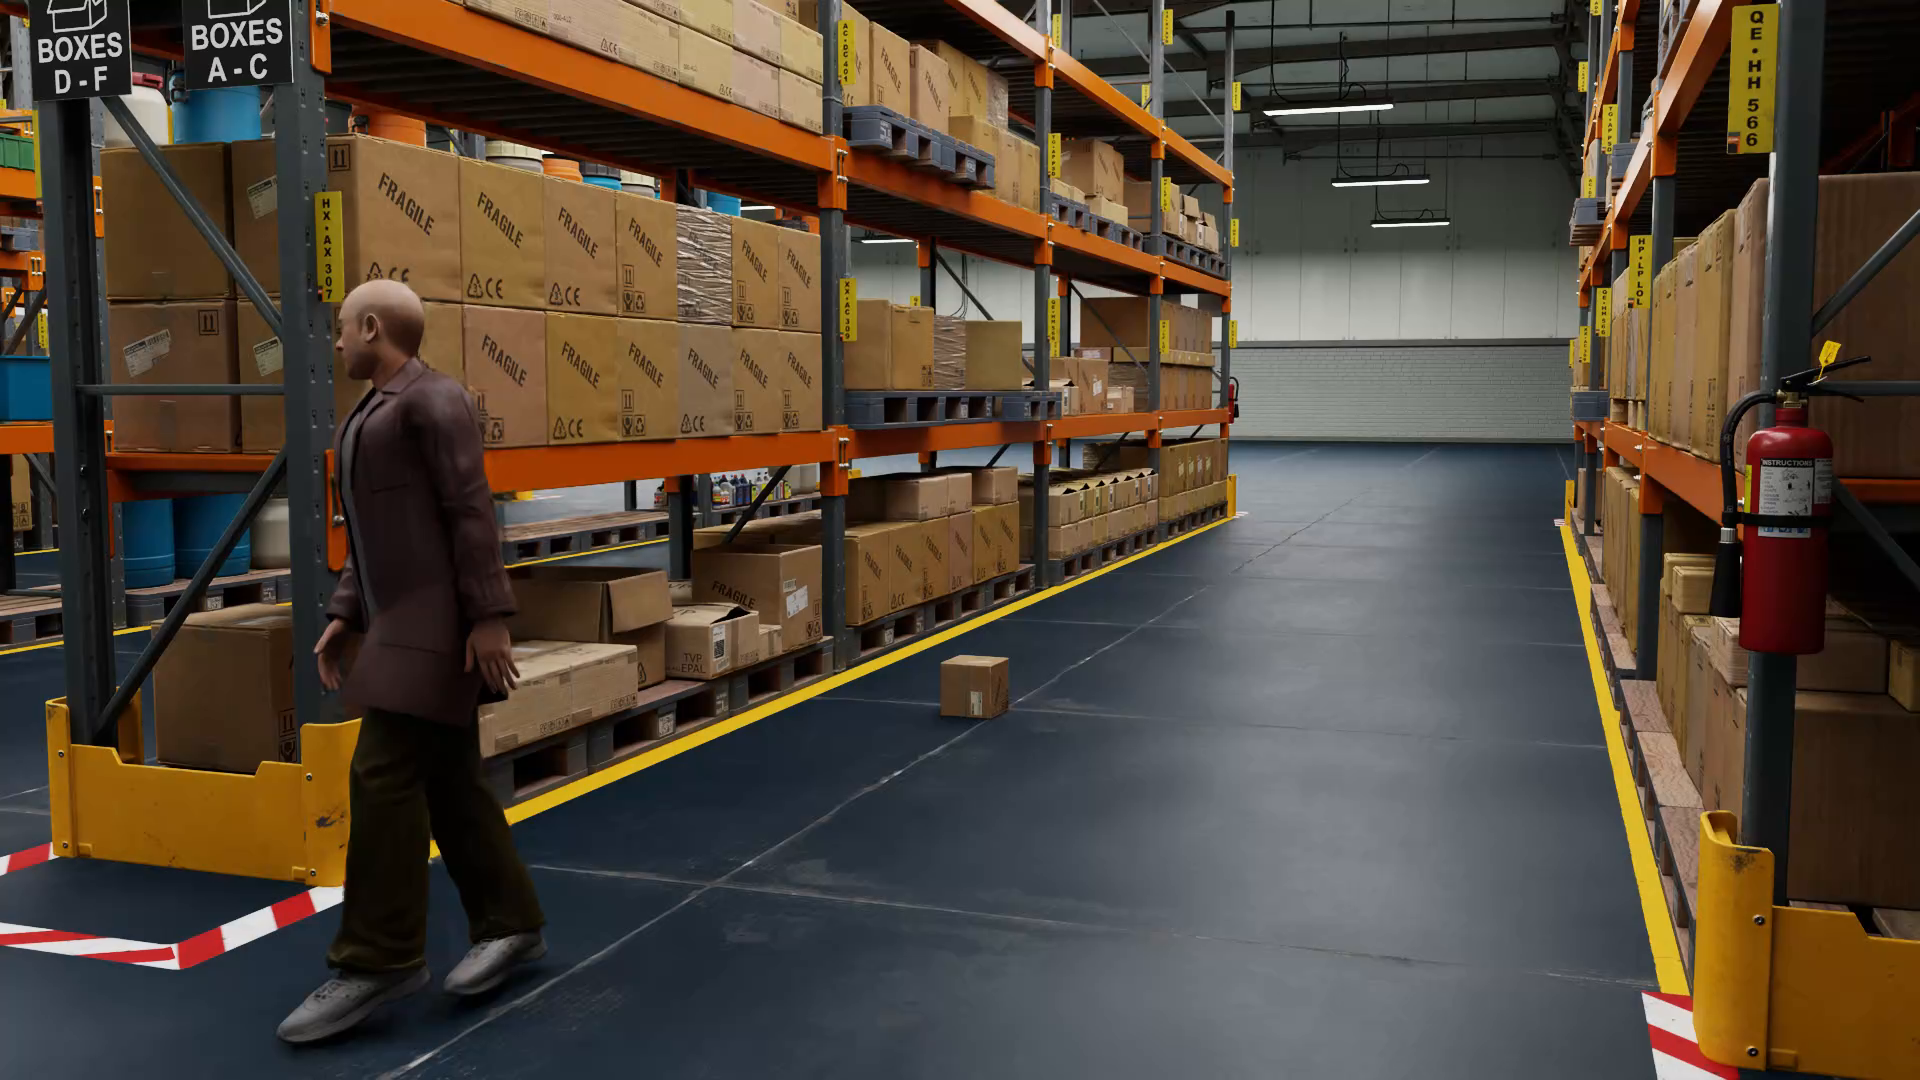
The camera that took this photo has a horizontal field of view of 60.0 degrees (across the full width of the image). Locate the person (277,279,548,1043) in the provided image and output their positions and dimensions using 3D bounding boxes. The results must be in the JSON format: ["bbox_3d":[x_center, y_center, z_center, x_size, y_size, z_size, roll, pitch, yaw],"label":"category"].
[{"bbox_3d":[-1.405,0.242,4.115,0.716,1.771,0.652,-4,6,-36],"label":"person"}]
